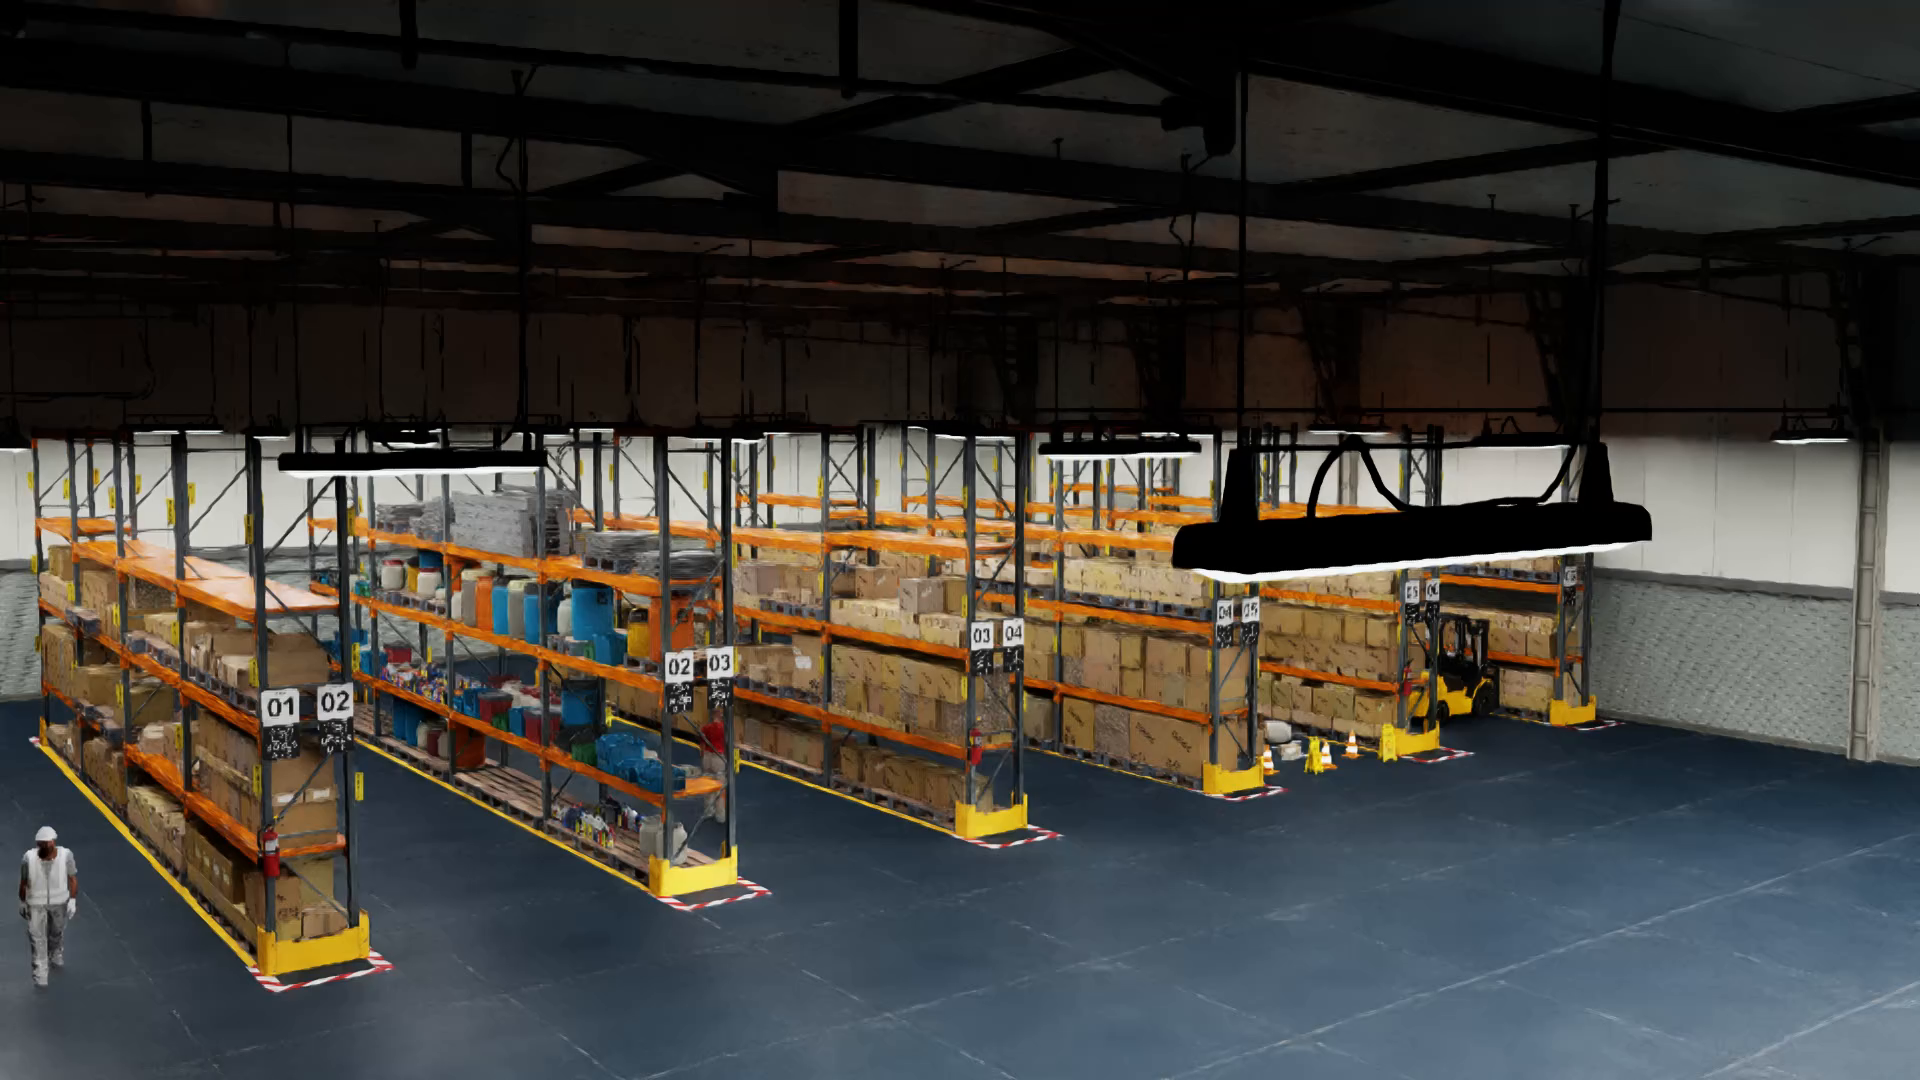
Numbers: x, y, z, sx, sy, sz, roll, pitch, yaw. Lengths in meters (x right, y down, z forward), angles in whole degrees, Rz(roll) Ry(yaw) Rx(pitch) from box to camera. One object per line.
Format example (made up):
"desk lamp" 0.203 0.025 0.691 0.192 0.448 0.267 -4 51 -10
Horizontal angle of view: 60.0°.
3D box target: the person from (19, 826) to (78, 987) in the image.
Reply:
"person" -10.115 4.008 18.472 0.567 1.701 1.118 -3 5 -34

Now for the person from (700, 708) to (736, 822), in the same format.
"person" -3.724 3.441 25.622 0.627 1.738 0.476 2 5 26
